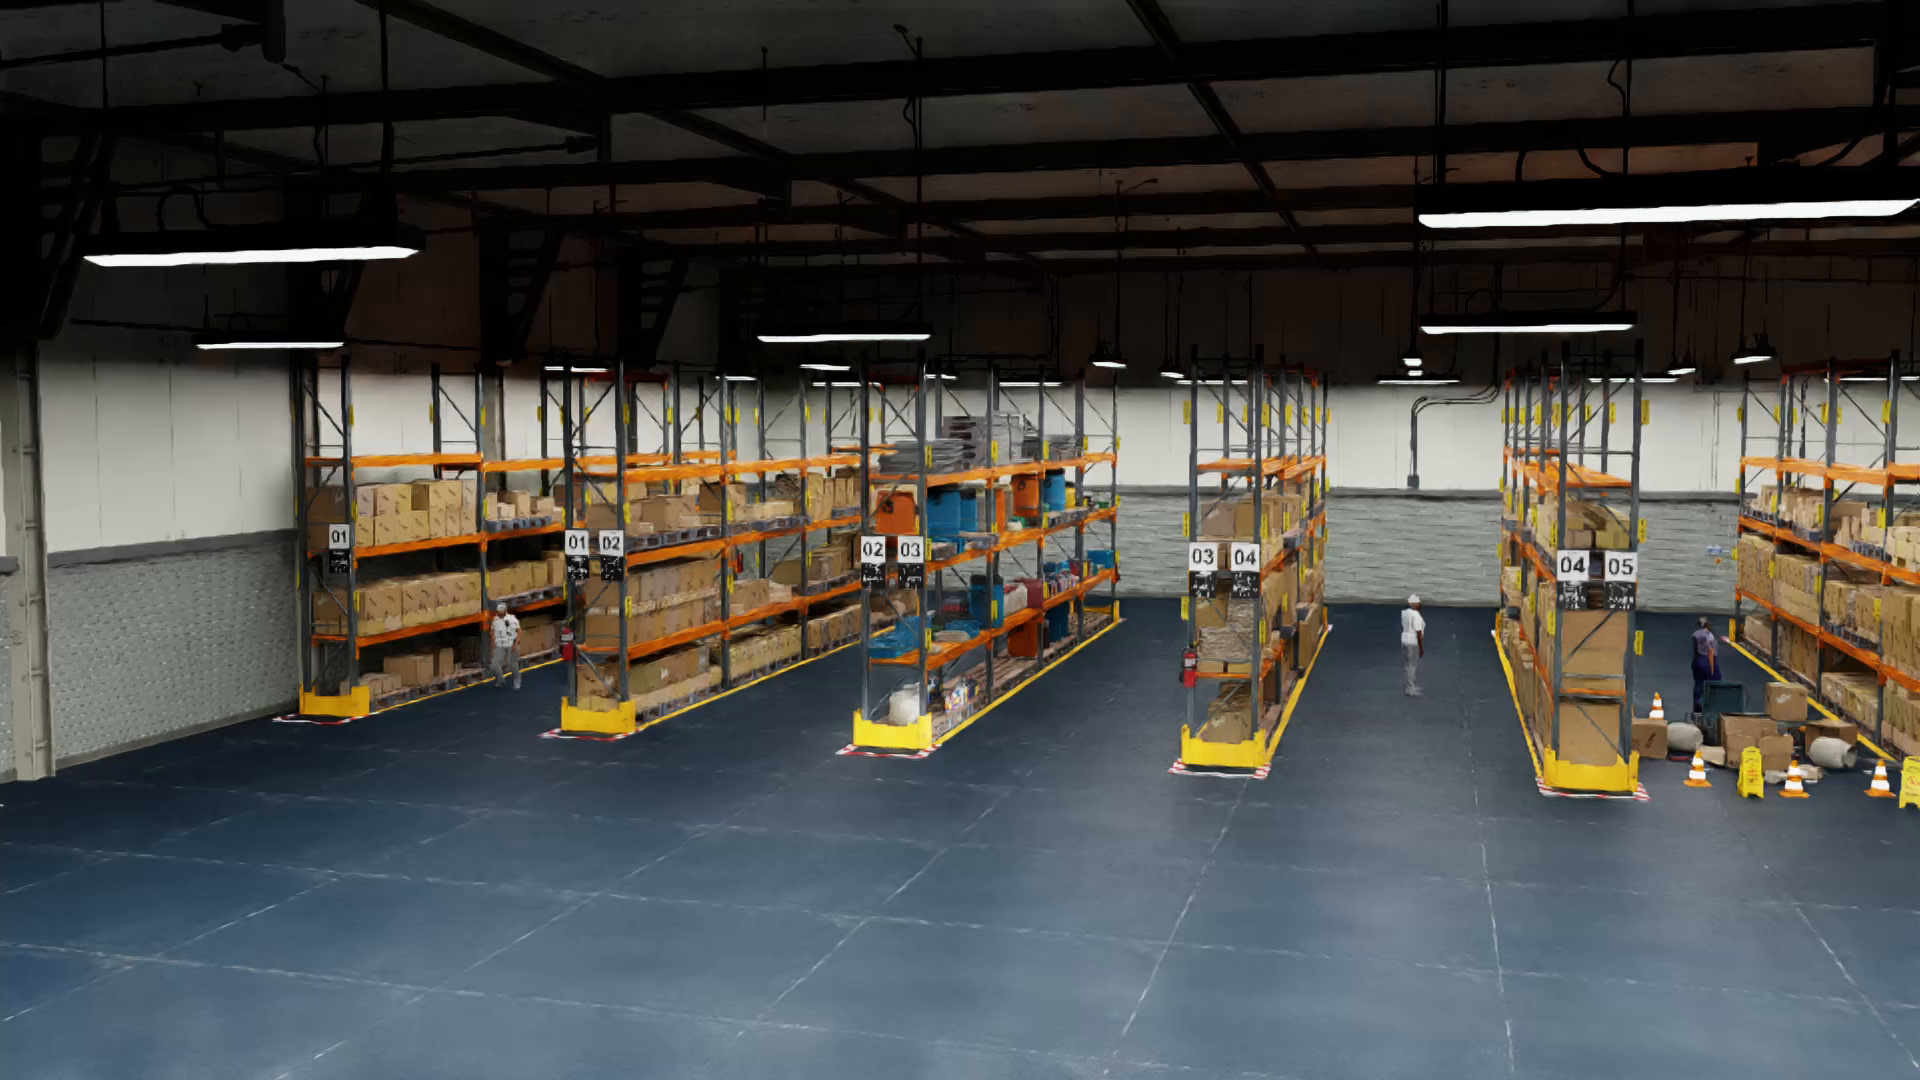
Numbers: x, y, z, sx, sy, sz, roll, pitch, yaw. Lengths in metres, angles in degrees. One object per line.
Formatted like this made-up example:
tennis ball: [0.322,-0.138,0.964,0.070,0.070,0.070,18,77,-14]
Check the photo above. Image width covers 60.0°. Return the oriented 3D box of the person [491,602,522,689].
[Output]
person: [-8.310,1.928,30.395,0.625,1.611,0.574,1,4,13]

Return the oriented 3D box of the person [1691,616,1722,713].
person: [12.432,2.100,27.790,0.437,1.645,0.531,-1,4,-12]

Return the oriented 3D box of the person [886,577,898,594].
person: [-1.875,0.772,45.494,0.529,1.635,0.929,-1,4,-11]

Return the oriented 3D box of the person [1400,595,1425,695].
person: [8.160,1.864,29.826,0.463,1.772,0.649,-1,4,-13]
